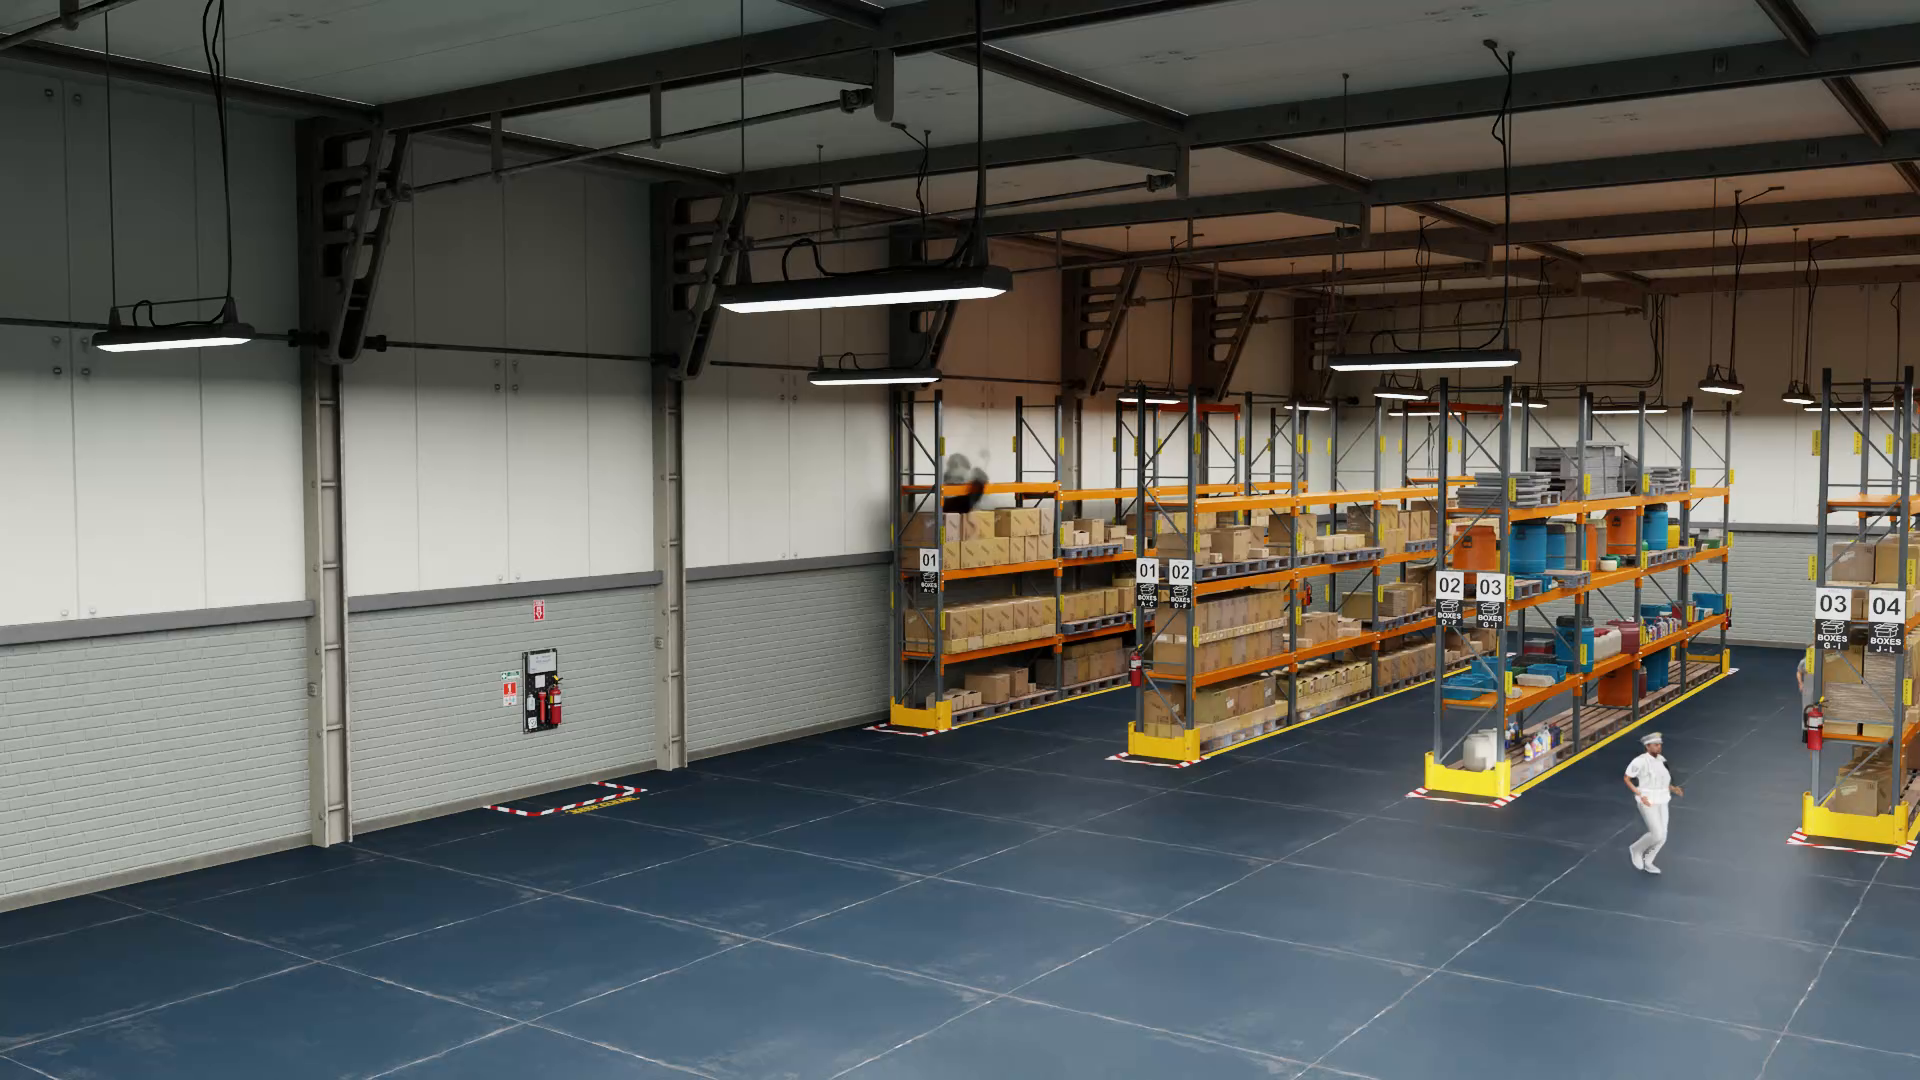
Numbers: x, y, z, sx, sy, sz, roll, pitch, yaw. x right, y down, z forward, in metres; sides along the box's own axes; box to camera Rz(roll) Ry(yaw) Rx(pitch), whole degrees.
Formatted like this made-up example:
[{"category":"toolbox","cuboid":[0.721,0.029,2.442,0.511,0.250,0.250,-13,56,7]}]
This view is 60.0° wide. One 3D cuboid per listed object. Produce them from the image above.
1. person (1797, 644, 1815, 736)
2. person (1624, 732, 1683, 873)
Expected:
[{"category":"person","cuboid":[14.621,2.592,28.468,0.560,1.639,0.605,2,4,34]},{"category":"person","cuboid":[8.135,3.074,19.430,0.567,1.659,0.556,-1,4,-24]}]
